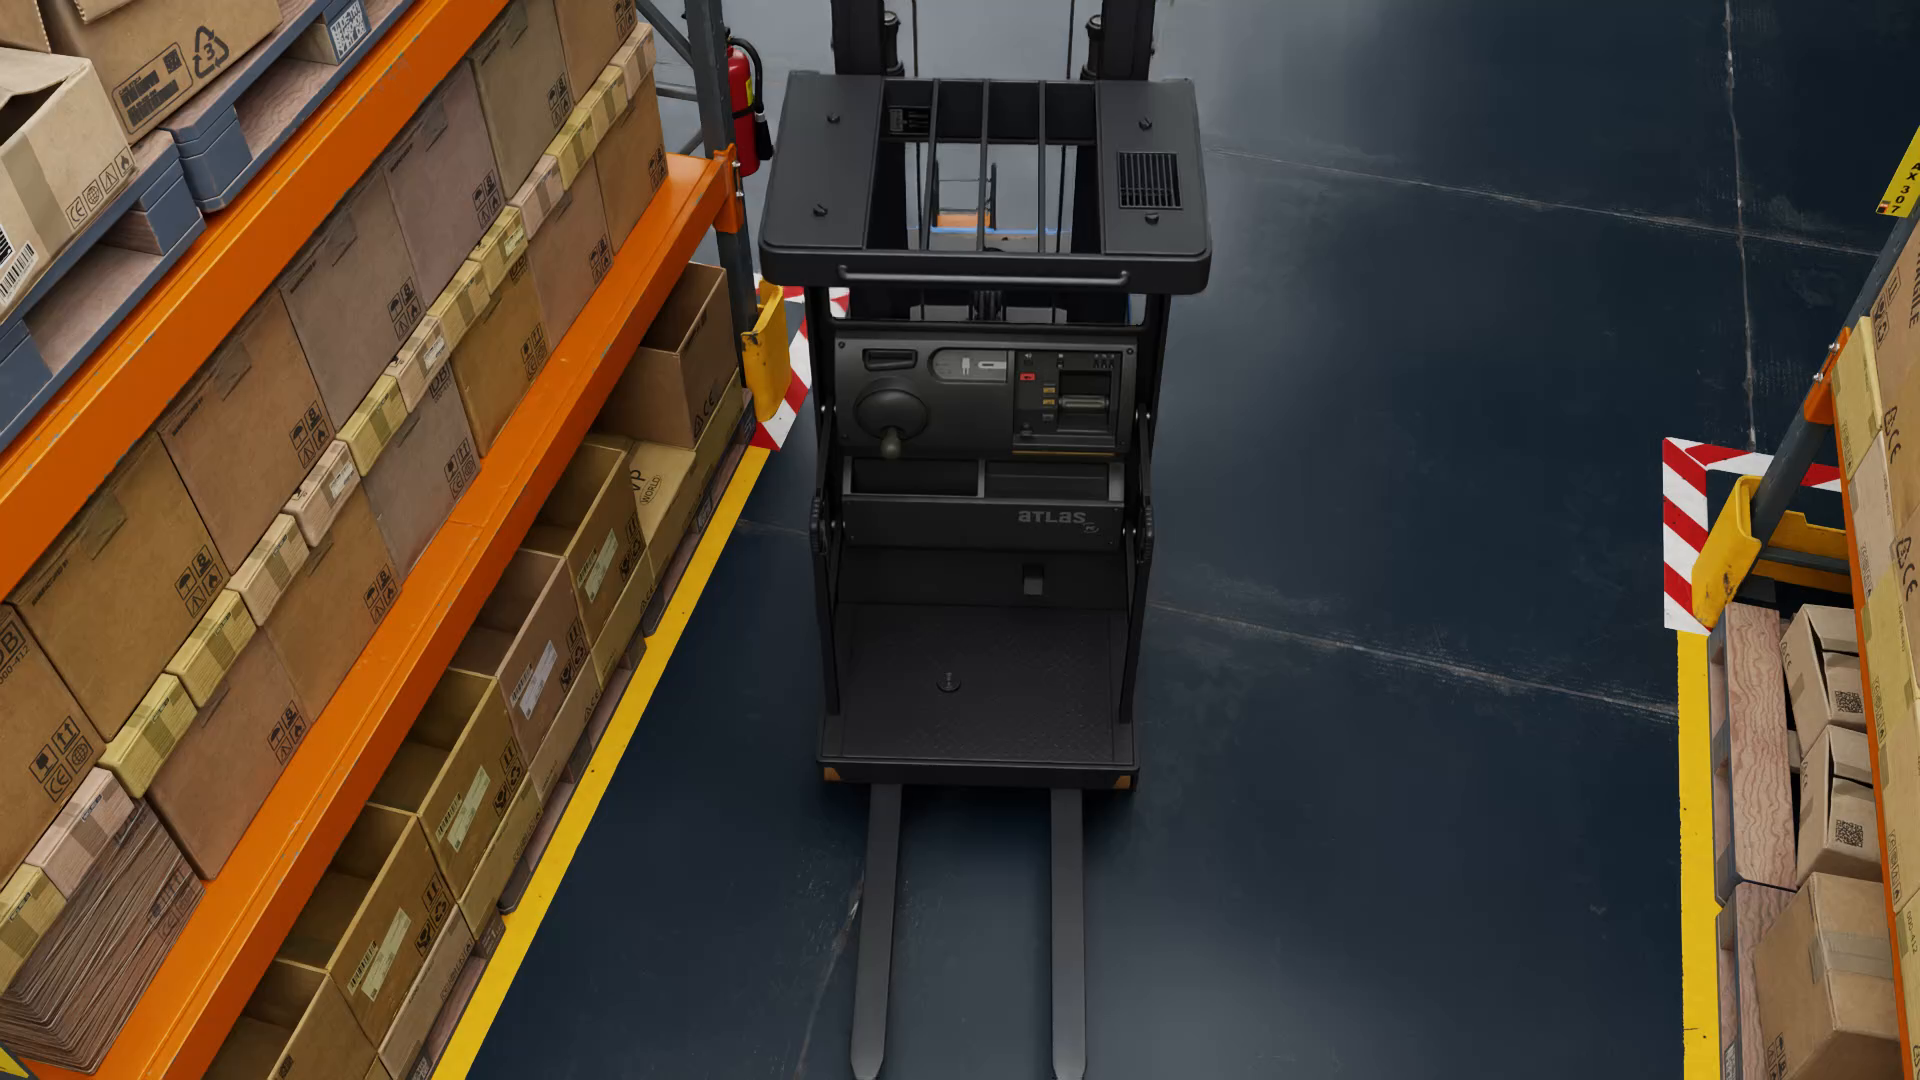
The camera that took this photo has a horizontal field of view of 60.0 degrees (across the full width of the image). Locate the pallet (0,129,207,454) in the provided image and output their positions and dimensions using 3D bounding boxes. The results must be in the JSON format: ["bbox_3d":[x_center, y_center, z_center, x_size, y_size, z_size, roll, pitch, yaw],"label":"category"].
[{"bbox_3d":[-2.190,-0.399,3.078,1.003,0.211,1.213,12,50,10],"label":"pallet"}]

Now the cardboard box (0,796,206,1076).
[{"bbox_3d":[-2.279,0.832,3.868,0.700,0.500,0.500,10,49,9],"label":"cardboard box"}]

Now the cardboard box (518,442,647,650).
[{"bbox_3d":[-1.440,-0.011,5.731,0.500,0.500,0.500,12,50,10],"label":"cardboard box"}]

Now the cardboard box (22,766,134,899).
[{"bbox_3d":[-2.066,0.601,3.638,0.380,0.149,0.250,12,50,11],"label":"cardboard box"}]

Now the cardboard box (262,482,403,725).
[{"bbox_3d":[-2.011,0.087,4.525,0.700,0.500,0.500,12,50,11],"label":"cardboard box"}]

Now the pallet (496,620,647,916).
[{"bbox_3d":[-1.821,0.657,5.948,1.003,0.211,1.213,12,50,10],"label":"pallet"}]

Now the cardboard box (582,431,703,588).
[{"bbox_3d":[-1.313,-0.125,6.333,0.500,0.250,0.500,12,50,10],"label":"cardboard box"}]

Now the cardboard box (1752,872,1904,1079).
[{"bbox_3d":[2.783,1.366,4.837,0.700,0.500,0.500,9,49,8],"label":"cardboard box"}]

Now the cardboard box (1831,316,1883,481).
[{"bbox_3d":[3.008,-0.398,5.106,0.500,0.250,0.500,10,49,9],"label":"cardboard box"}]

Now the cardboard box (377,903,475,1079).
[{"bbox_3d":[-1.839,1.321,5.056,0.500,0.250,0.500,12,50,10],"label":"cardboard box"}]

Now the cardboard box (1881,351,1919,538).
[{"bbox_3d":[2.888,-0.295,4.515,0.500,0.500,0.500,12,50,10],"label":"cardboard box"}]

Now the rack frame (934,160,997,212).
[{"bbox_3d":[0.020,-1.049,6.794,0.240,1.200,0.006,1,49,1],"label":"rack frame"}]

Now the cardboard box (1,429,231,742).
[{"bbox_3d":[-2.147,0.036,3.704,0.700,0.500,0.500,11,50,10],"label":"cardboard box"}]

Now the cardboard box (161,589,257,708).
[{"bbox_3d":[-1.932,0.224,3.971,0.380,0.149,0.250,11,50,10],"label":"cardboard box"}]

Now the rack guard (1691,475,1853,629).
[{"bbox_3d":[3.423,0.150,6.203,1.175,0.500,0.348,12,50,10],"label":"rack guard"}]

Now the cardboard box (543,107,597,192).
[{"bbox_3d":[-1.388,-1.266,5.286,0.380,0.149,0.250,11,49,9],"label":"cardboard box"}]

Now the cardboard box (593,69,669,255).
[{"bbox_3d":[-1.472,-1.404,5.841,0.700,0.500,0.500,12,50,10],"label":"cardboard box"}]

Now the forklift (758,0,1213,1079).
[{"bbox_3d":[0.073,-0.340,5.014,1.130,2.935,3.031,1,49,1],"label":"forklift"}]

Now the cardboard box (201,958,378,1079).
[{"bbox_3d":[-1.966,1.436,4.455,0.500,0.500,0.500,12,50,10],"label":"cardboard box"}]

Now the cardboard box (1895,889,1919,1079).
[{"bbox_3d":[2.479,1.077,3.805,0.500,0.250,0.500,11,50,10],"label":"cardboard box"}]

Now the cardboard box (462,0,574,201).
[{"bbox_3d":[-1.619,-1.414,4.984,0.700,0.500,0.500,10,49,9],"label":"cardboard box"}]

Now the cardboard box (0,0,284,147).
[{"bbox_3d":[-1.835,-1.192,3.277,0.797,0.503,0.637,17,51,14],"label":"cardboard box"}]

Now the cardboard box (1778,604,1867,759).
[{"bbox_3d":[3.174,0.495,5.731,0.500,0.311,0.500,7,49,6],"label":"cardboard box"}]

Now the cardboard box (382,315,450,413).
[{"bbox_3d":[-1.660,-0.518,4.626,0.380,0.149,0.250,11,49,10],"label":"cardboard box"}]

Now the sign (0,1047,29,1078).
[{"bbox_3d":[-1.864,0.930,3.128,0.100,0.325,0.005,12,50,10],"label":"sign"}]

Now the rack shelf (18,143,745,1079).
[{"bbox_3d":[-1.863,-0.022,5.167,1.077,0.370,4.000,12,50,10],"label":"rack shelf"}]

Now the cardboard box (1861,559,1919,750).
[{"bbox_3d":[2.746,0.347,4.448,0.500,0.250,0.500,11,49,9],"label":"cardboard box"}]

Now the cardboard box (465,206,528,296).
[{"bbox_3d":[-1.525,-0.894,4.958,0.380,0.149,0.250,13,50,11],"label":"cardboard box"}]

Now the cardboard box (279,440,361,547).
[{"bbox_3d":[-1.797,-0.150,4.301,0.380,0.149,0.250,10,49,9],"label":"cardboard box"}]

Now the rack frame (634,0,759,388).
[{"bbox_3d":[-1.337,-1.706,6.174,1.000,3.000,0.127,12,50,10],"label":"rack frame"}]

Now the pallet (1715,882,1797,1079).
[{"bbox_3d":[2.852,1.706,5.022,1.003,0.211,1.213,12,50,10],"label":"pallet"}]

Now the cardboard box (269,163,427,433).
[{"bbox_3d":[-1.883,-0.687,4.342,0.700,0.500,0.500,12,50,10],"label":"cardboard box"}]

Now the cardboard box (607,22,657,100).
[{"bbox_3d":[-1.254,-1.640,5.616,0.380,0.149,0.250,11,49,9],"label":"cardboard box"}]

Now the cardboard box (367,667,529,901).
[{"bbox_3d":[-1.703,0.713,5.093,0.500,0.500,0.500,12,50,10],"label":"cardboard box"}]

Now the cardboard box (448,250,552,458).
[{"bbox_3d":[-1.742,-0.666,5.189,0.700,0.500,0.500,12,50,10],"label":"cardboard box"}]

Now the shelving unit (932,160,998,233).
[{"bbox_3d":[0.017,-0.980,6.734,0.258,1.200,0.189,1,49,1],"label":"shelving unit"}]

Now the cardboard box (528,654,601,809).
[{"bbox_3d":[-1.576,0.598,5.694,0.500,0.250,0.500,12,50,10],"label":"cardboard box"}]

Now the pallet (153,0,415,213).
[{"bbox_3d":[-1.867,-1.278,3.855,1.003,0.211,1.213,12,50,10],"label":"pallet"}]
